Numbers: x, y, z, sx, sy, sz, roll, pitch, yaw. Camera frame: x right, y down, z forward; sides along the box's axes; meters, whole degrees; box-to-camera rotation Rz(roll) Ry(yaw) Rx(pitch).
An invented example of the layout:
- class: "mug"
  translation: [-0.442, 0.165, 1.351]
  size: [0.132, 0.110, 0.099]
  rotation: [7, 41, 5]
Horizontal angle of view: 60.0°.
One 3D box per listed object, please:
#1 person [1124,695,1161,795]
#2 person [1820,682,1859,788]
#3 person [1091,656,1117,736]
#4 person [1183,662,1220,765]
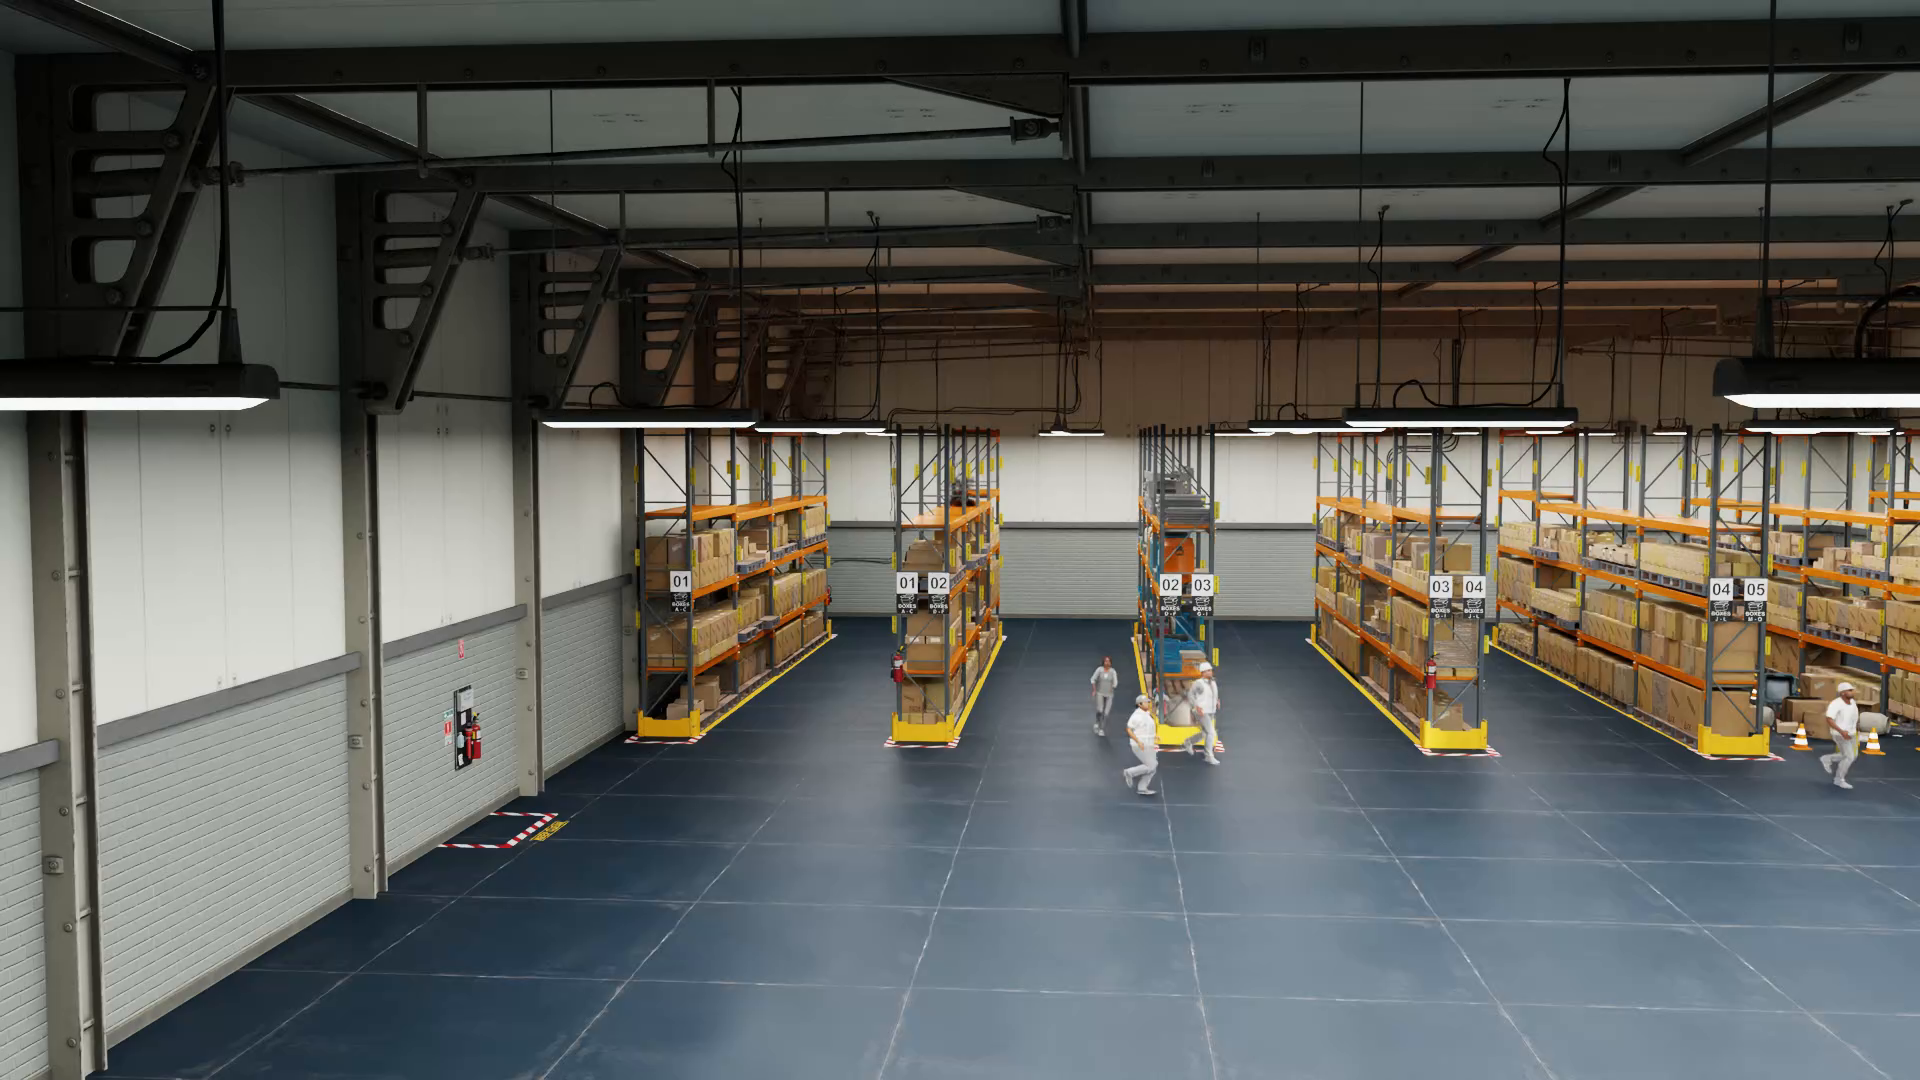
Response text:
- class: "person"
  translation: [2.945, 3.293, 26.744]
  size: [0.542, 1.612, 0.621]
  rotation: [2, 4, 27]
- class: "person"
  translation: [14.523, 3.196, 27.460]
  size: [0.720, 1.740, 0.651]
  rotation: [-2, 4, -31]
- class: "person"
  translation: [2.788, 3.003, 31.991]
  size: [0.498, 1.550, 0.525]
  rotation: [0, 3, -2]
- class: "person"
  translation: [4.298, 3.040, 29.469]
  size: [0.829, 1.769, 0.661]
  rotation: [3, 5, 44]
